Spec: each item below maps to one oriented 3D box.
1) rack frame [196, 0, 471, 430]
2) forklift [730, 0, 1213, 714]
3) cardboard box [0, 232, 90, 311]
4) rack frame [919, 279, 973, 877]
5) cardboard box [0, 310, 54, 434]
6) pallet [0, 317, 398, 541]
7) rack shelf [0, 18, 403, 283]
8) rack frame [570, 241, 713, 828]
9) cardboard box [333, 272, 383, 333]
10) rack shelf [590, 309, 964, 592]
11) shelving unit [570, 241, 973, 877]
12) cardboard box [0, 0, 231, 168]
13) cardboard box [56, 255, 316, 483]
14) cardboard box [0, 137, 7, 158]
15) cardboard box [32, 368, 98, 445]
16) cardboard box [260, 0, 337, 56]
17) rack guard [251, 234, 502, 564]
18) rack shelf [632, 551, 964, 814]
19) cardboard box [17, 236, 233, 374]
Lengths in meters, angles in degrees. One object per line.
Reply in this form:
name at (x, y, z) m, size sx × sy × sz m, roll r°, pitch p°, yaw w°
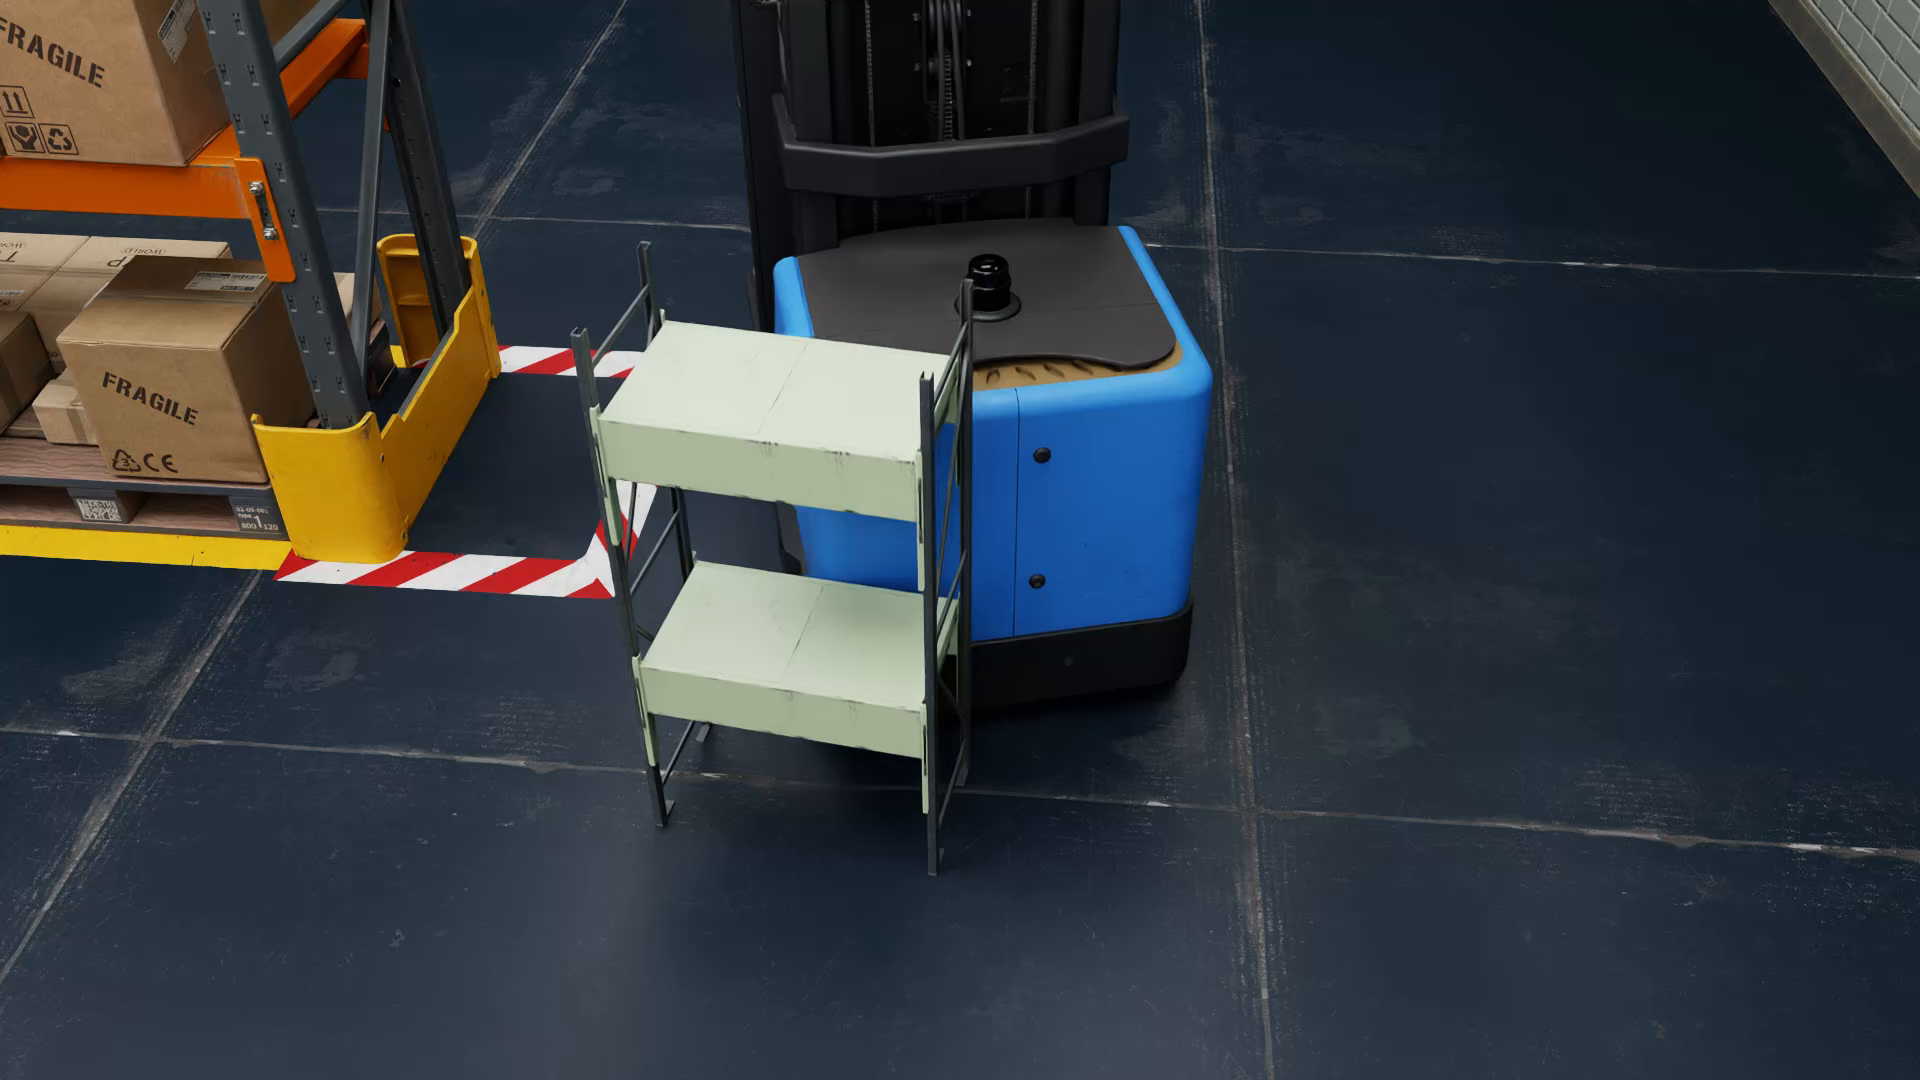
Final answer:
rack frame at (-1.797, -1.458, 4.665) m, size 0.127 × 3.000 × 1.000 m, roll 3°, pitch 39°, yaw 4°
forklift at (-0.137, -1.569, 4.856) m, size 1.130 × 2.935 × 3.031 m, roll -7°, pitch 40°, yaw -8°
cardboard box at (-3.311, -0.825, 5.717) m, size 0.500 × 0.250 × 0.500 m, roll 3°, pitch 39°, yaw 4°
rack frame at (-0.026, 0.146, 3.883) m, size 0.023 × 1.500 × 0.400 m, roll 8°, pitch 40°, yaw 10°
cardboard box at (-3.304, -0.508, 5.327) m, size 0.500 × 0.250 × 0.500 m, roll 3°, pitch 39°, yaw 4°
pallet at (-2.667, -0.424, 5.603) m, size 1.213 × 0.211 × 1.003 m, roll 3°, pitch 39°, yaw 4°
rack shelf at (-3.790, -1.288, 5.026) m, size 4.000 × 0.370 × 1.077 m, roll 3°, pitch 39°, yaw 4°
rack frame at (-0.739, 0.043, 4.009) m, size 0.023 × 1.500 × 0.400 m, roll 8°, pitch 40°, yaw 10°
cardboard box at (-2.185, -0.762, 5.720) m, size 0.250 × 0.149 × 0.380 m, roll 3°, pitch 39°, yaw 4°
rack shelf at (-0.383, -0.208, 3.699) m, size 0.720 × 0.370 × 0.431 m, roll 8°, pitch 40°, yaw 10°
shelving unit at (-0.383, 0.095, 3.946) m, size 0.755 × 1.500 × 0.431 m, roll 8°, pitch 40°, yaw 10°
cardboard box at (-2.267, -1.350, 4.454) m, size 0.500 × 0.500 × 0.500 m, roll 4°, pitch 39°, yaw 5°
cardboard box at (-2.360, -0.534, 5.162) m, size 0.500 × 0.500 × 0.500 m, roll 3°, pitch 39°, yaw 4°
cardboard box at (-2.784, -1.376, 4.486) m, size 0.500 × 0.500 × 0.500 m, roll 3°, pitch 39°, yaw 4°
cardboard box at (-2.756, -0.483, 5.364) m, size 0.250 × 0.166 × 0.380 m, roll 3°, pitch 39°, yaw 4°
cardboard box at (-2.217, -1.687, 4.867) m, size 0.500 × 0.500 × 0.500 m, roll 4°, pitch 39°, yaw 5°
rack guard at (-1.873, -0.493, 5.460) m, size 0.348 × 0.500 × 1.175 m, roll 3°, pitch 39°, yaw 4°
rack shelf at (-0.383, 0.348, 4.151) m, size 0.720 × 0.370 × 0.431 m, roll 8°, pitch 40°, yaw 10°
cardboard box at (-2.813, -0.798, 5.684) m, size 0.500 × 0.250 × 0.500 m, roll 3°, pitch 39°, yaw 4°
